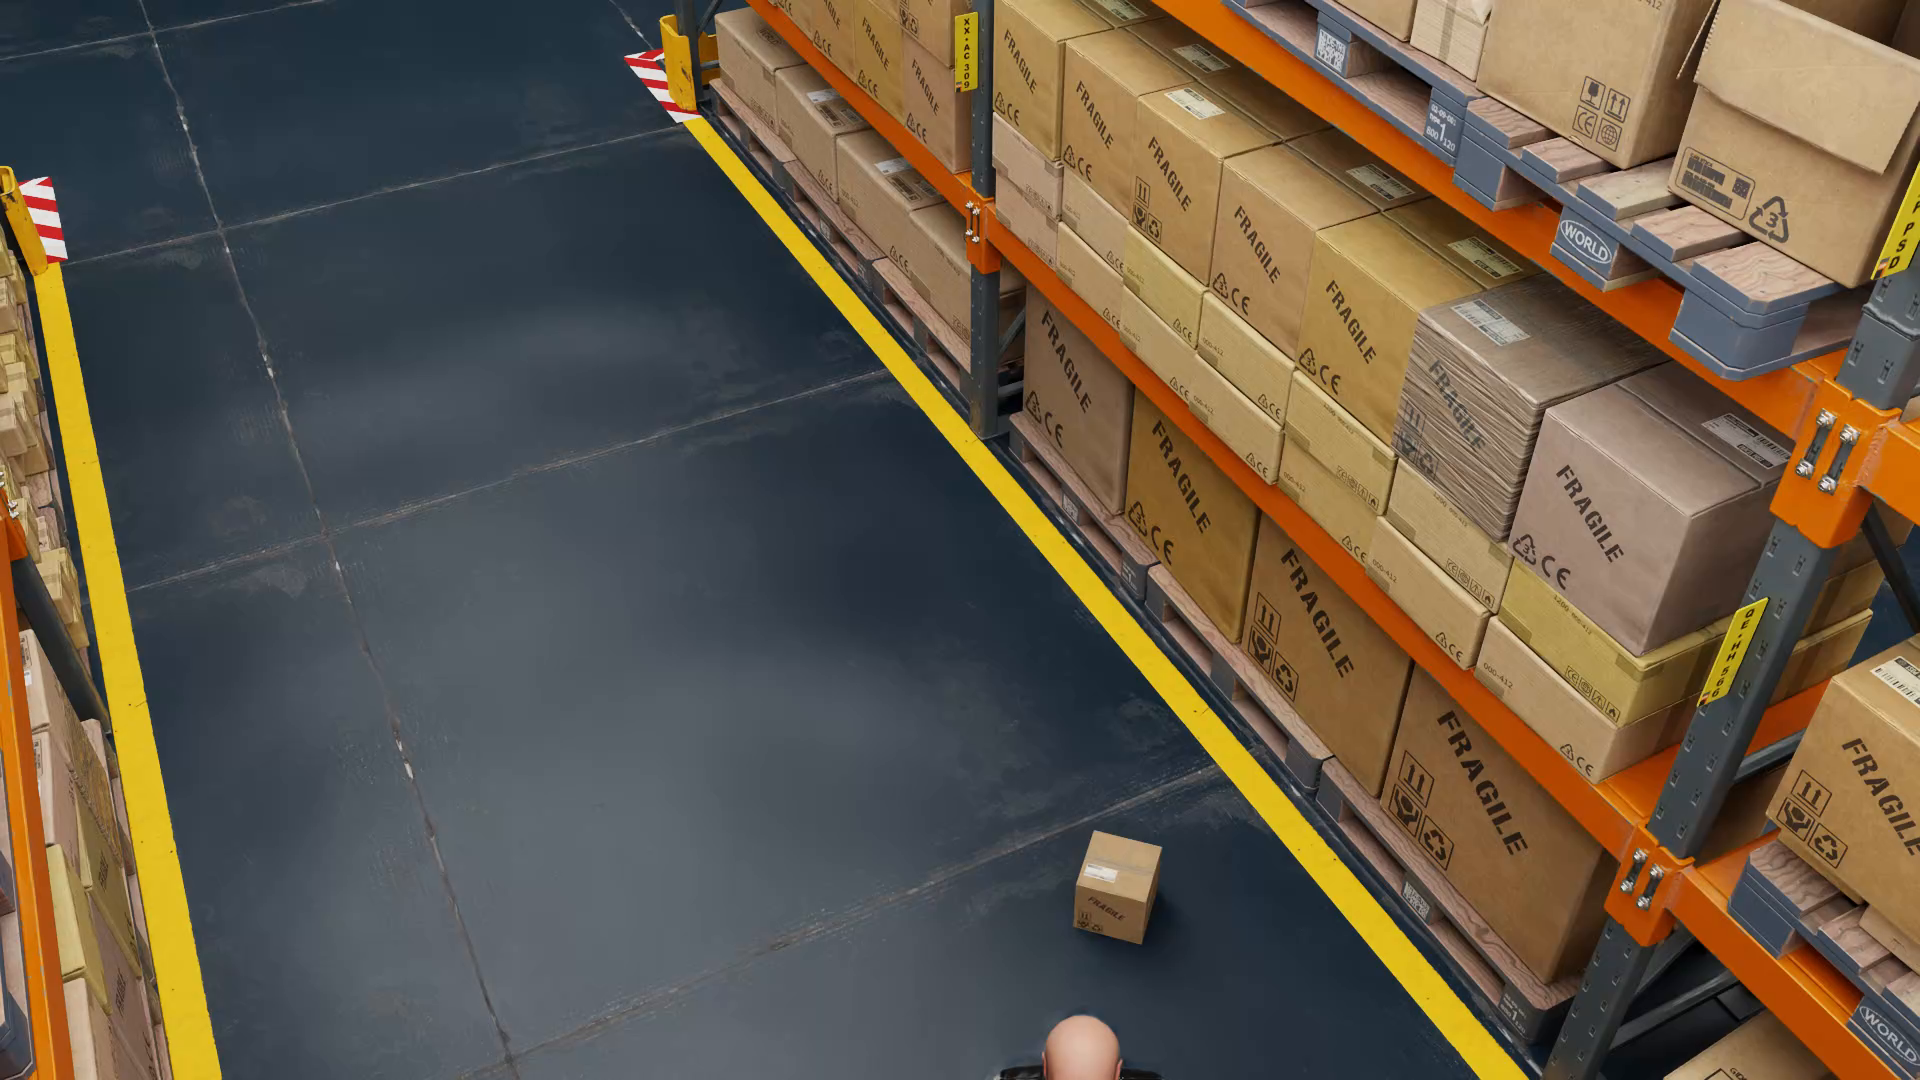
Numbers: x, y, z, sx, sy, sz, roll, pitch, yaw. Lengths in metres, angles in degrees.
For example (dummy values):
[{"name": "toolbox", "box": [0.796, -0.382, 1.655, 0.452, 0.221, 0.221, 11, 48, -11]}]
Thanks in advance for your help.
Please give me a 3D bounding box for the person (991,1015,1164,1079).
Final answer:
[{"name": "person", "box": [0.301, 1.745, 4.168, 0.545, 1.680, 1.015, -1, 41, -2]}]
